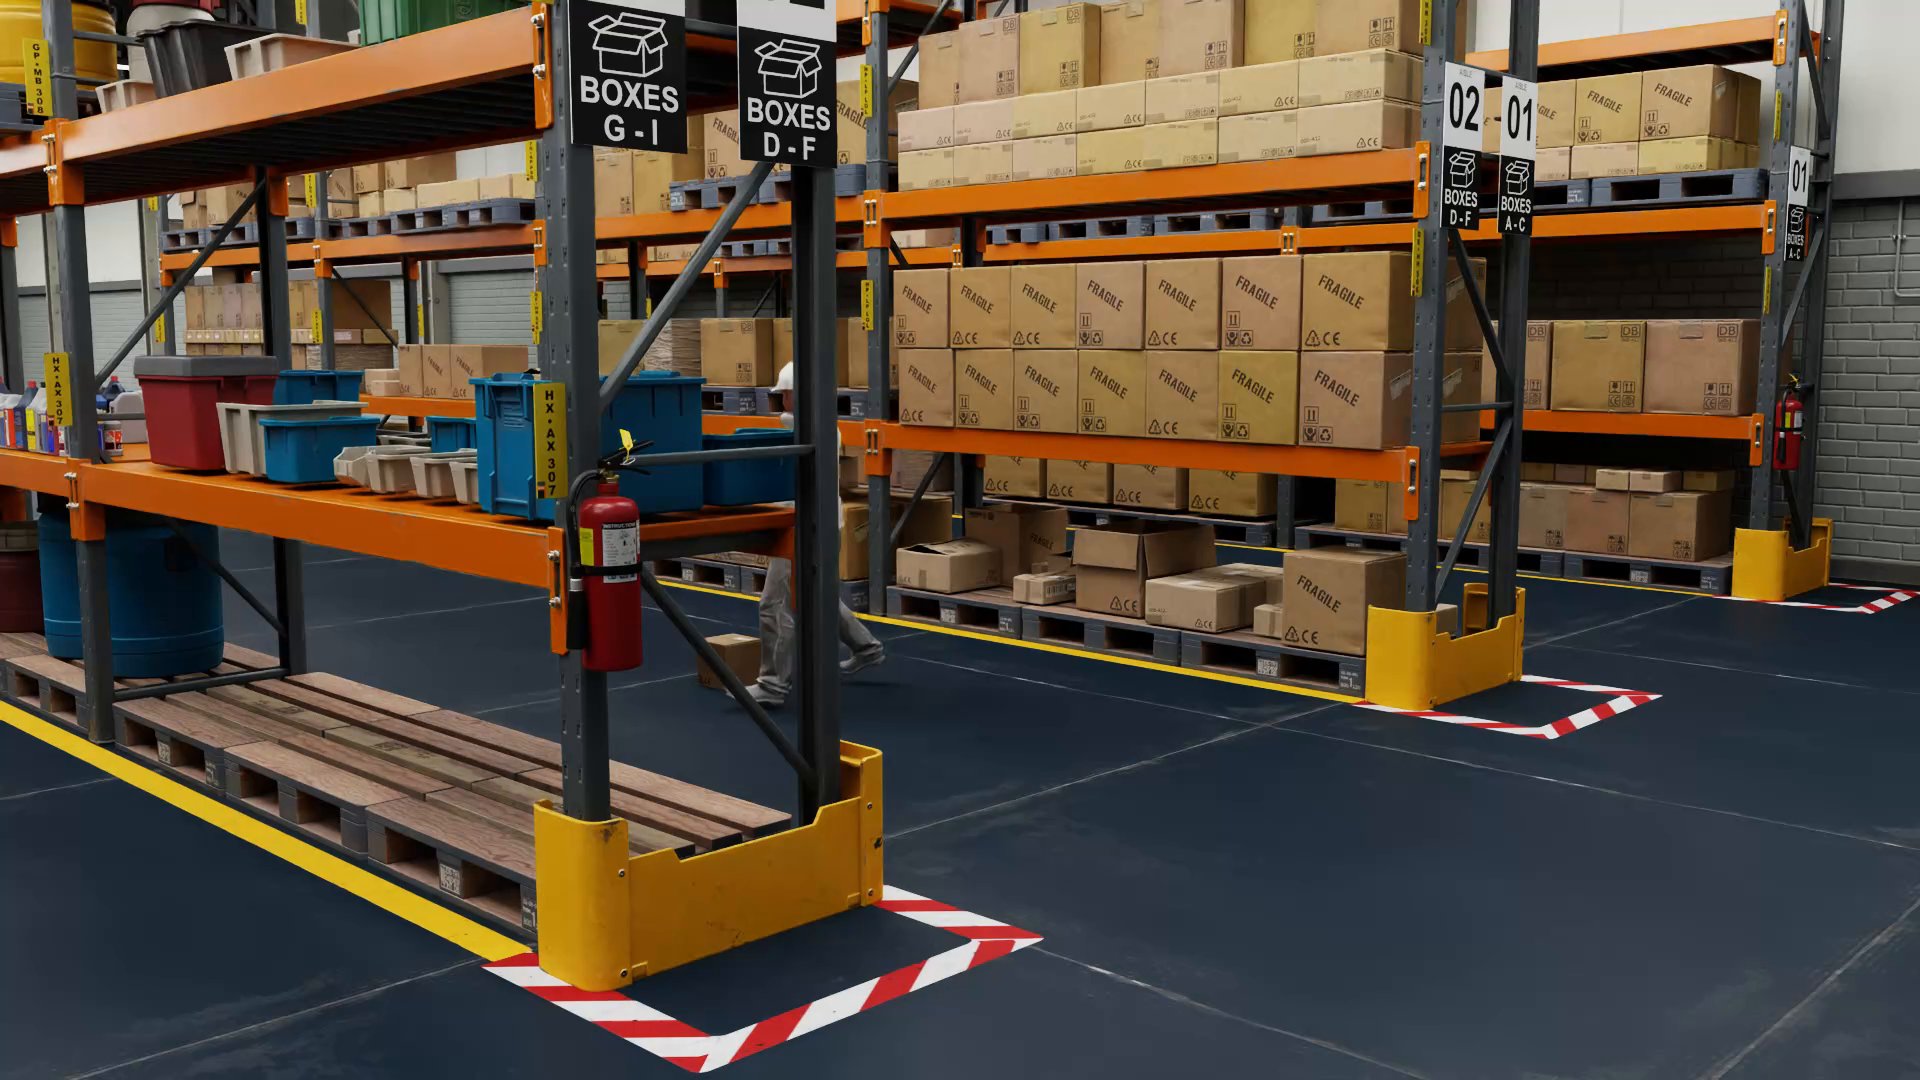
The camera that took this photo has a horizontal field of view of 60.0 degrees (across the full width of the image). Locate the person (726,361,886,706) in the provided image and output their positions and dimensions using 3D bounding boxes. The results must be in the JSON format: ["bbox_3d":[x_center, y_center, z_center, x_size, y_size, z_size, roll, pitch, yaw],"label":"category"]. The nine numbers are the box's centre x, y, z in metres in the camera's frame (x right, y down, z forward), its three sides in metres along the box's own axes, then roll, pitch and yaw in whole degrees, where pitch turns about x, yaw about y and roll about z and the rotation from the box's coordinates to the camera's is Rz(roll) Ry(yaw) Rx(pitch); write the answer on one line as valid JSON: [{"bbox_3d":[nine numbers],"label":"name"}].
[{"bbox_3d":[-0.792,-0.053,8.648,0.705,1.755,0.750,1,7,9],"label":"person"}]
